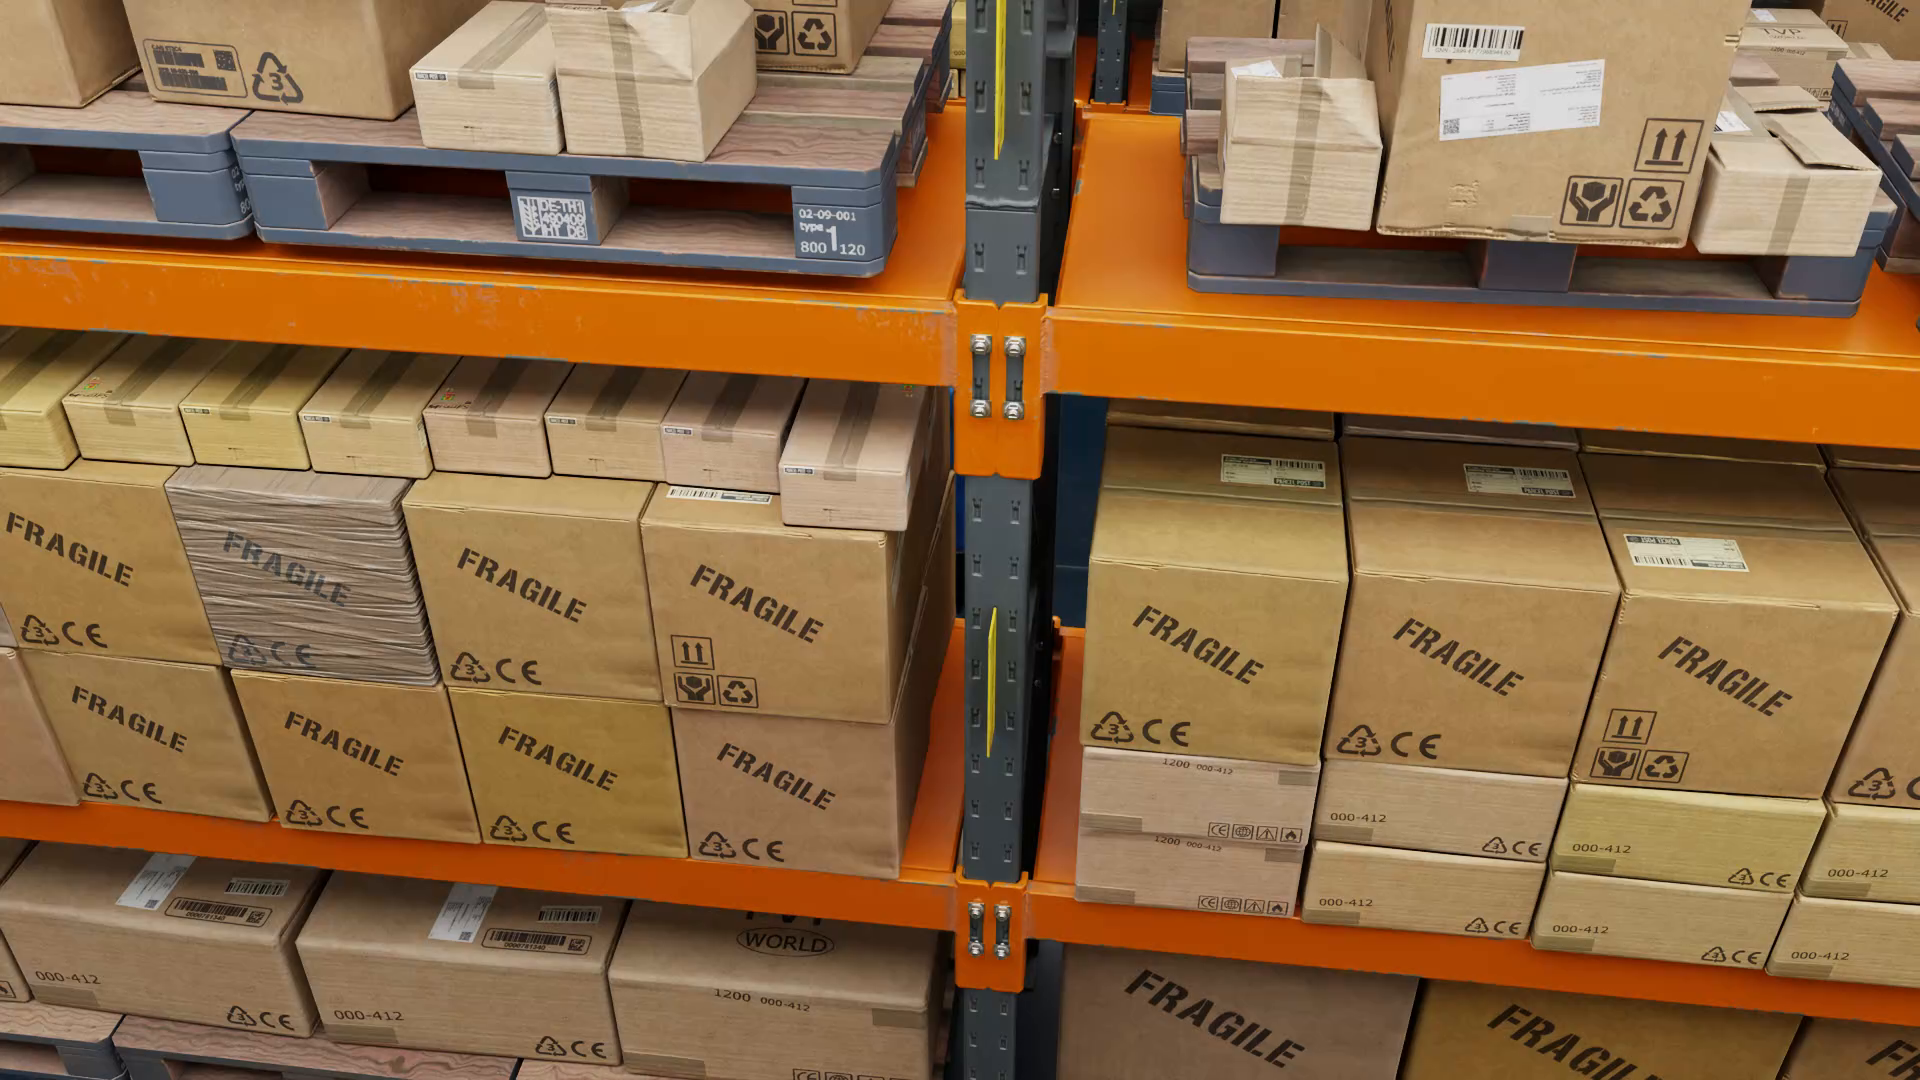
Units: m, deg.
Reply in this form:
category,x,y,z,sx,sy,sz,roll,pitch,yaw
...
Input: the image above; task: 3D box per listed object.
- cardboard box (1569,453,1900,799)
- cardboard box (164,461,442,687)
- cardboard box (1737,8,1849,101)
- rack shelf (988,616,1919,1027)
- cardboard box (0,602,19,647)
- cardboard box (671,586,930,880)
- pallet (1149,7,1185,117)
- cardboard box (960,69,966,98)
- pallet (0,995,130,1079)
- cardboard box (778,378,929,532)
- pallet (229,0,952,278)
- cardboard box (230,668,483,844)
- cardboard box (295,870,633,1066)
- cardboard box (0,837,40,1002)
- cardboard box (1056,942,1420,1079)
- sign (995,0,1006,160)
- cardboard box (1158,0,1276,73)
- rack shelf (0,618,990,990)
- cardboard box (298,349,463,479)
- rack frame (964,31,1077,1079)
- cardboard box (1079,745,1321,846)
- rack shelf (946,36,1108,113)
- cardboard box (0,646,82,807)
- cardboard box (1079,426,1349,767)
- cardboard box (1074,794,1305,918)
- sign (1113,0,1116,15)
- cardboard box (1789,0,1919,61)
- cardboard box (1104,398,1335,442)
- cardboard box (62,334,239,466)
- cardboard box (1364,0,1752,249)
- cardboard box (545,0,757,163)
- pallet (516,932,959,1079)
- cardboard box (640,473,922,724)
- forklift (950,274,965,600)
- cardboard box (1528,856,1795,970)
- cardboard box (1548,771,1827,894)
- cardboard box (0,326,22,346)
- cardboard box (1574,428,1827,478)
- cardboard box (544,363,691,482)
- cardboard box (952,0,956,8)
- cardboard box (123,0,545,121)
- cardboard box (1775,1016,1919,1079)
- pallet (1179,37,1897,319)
category,x,y,z,sx,sy,sz,roll,pitch,yaw
cardboard box,1.540,0.172,3.479,0.500,0.500,0.500,3,36,5
cardboard box,-1.377,-0.036,3.772,0.500,0.500,0.500,5,36,7
cardboard box,3.643,-2.204,7.524,0.500,0.250,0.500,3,36,4
rack shelf,2.118,0.803,4.163,4.000,0.370,1.077,4,36,6
cardboard box,-2.368,-0.114,3.882,0.500,0.500,0.500,4,36,6
cardboard box,-0.358,0.434,3.974,0.500,0.500,0.500,5,36,6
pallet,1.542,-2.298,8.054,1.213,0.211,1.003,4,36,6
cardboard box,0.154,-2.281,8.080,0.250,0.149,0.380,5,36,7
pallet,-3.030,1.215,5.366,1.213,0.211,1.003,4,36,6
cardboard box,-0.211,-0.189,3.428,0.250,0.149,0.380,4,36,5
pallet,-0.675,-0.890,3.409,1.213,0.211,1.003,4,36,6
cardboard box,-1.369,0.370,4.063,0.500,0.500,0.500,4,36,5
cardboard box,-1.362,1.059,5.027,0.875,0.438,0.875,3,36,5
cardboard box,-3.165,0.929,5.210,0.875,0.438,0.875,3,36,4
cardboard box,0.760,1.055,4.657,0.875,0.875,0.875,5,36,7
sign,0.066,-0.782,2.668,0.005,0.325,0.100,4,36,6
cardboard box,1.215,-2.546,7.787,0.500,0.500,0.700,5,36,7
rack shelf,-1.849,0.507,4.577,4.000,0.370,1.077,4,36,6
cardboard box,-1.211,-0.302,3.585,0.250,0.149,0.380,4,36,6
rack frame,0.135,0.362,4.161,0.127,3.000,1.000,4,36,6
cardboard box,0.535,0.414,3.786,0.500,0.250,0.500,3,36,5
rack shelf,-1.220,-2.354,8.585,4.000,0.370,1.077,4,36,6
cardboard box,-2.386,0.295,4.168,0.500,0.500,0.500,4,36,6
cardboard box,0.535,0.112,3.564,0.500,0.500,0.500,5,36,6
cardboard box,0.538,0.607,3.946,0.500,0.250,0.500,3,36,5
sign,0.702,-2.538,7.478,0.005,0.325,0.100,4,36,6
cardboard box,4.240,-2.542,7.783,0.500,0.500,0.500,6,36,8
cardboard box,0.610,-0.198,3.998,0.500,0.500,0.500,5,36,7
cardboard box,-1.717,-0.330,3.625,0.250,0.149,0.380,4,36,6
cardboard box,0.972,-0.839,2.813,0.500,0.500,0.500,4,36,5
cardboard box,-0.540,-0.879,2.986,0.258,0.266,0.396,5,36,7
pallet,-0.610,1.395,5.113,1.213,0.211,1.003,4,36,6
cardboard box,-0.368,0.038,3.668,0.500,0.500,0.500,4,36,6
forklift,-1.391,-1.200,6.409,3.031,2.935,1.130,0,36,0
cardboard box,1.557,0.692,3.827,0.500,0.250,0.500,4,36,6
cardboard box,1.553,0.489,3.681,0.500,0.250,0.500,5,36,7
cardboard box,-2.231,-0.356,3.661,0.250,0.149,0.380,5,36,6
cardboard box,1.624,-0.115,3.882,0.500,0.500,0.500,5,36,7
cardboard box,-0.705,-0.296,3.577,0.250,0.149,0.380,4,36,6
cardboard box,-0.272,-2.484,8.022,0.500,0.250,0.500,4,36,6
cardboard box,-1.207,-1.194,3.222,0.637,0.503,0.797,7,36,10
cardboard box,2.543,1.184,4.476,0.875,0.875,0.875,5,36,7
pallet,1.050,-0.742,3.290,1.217,0.209,0.805,3,36,4
